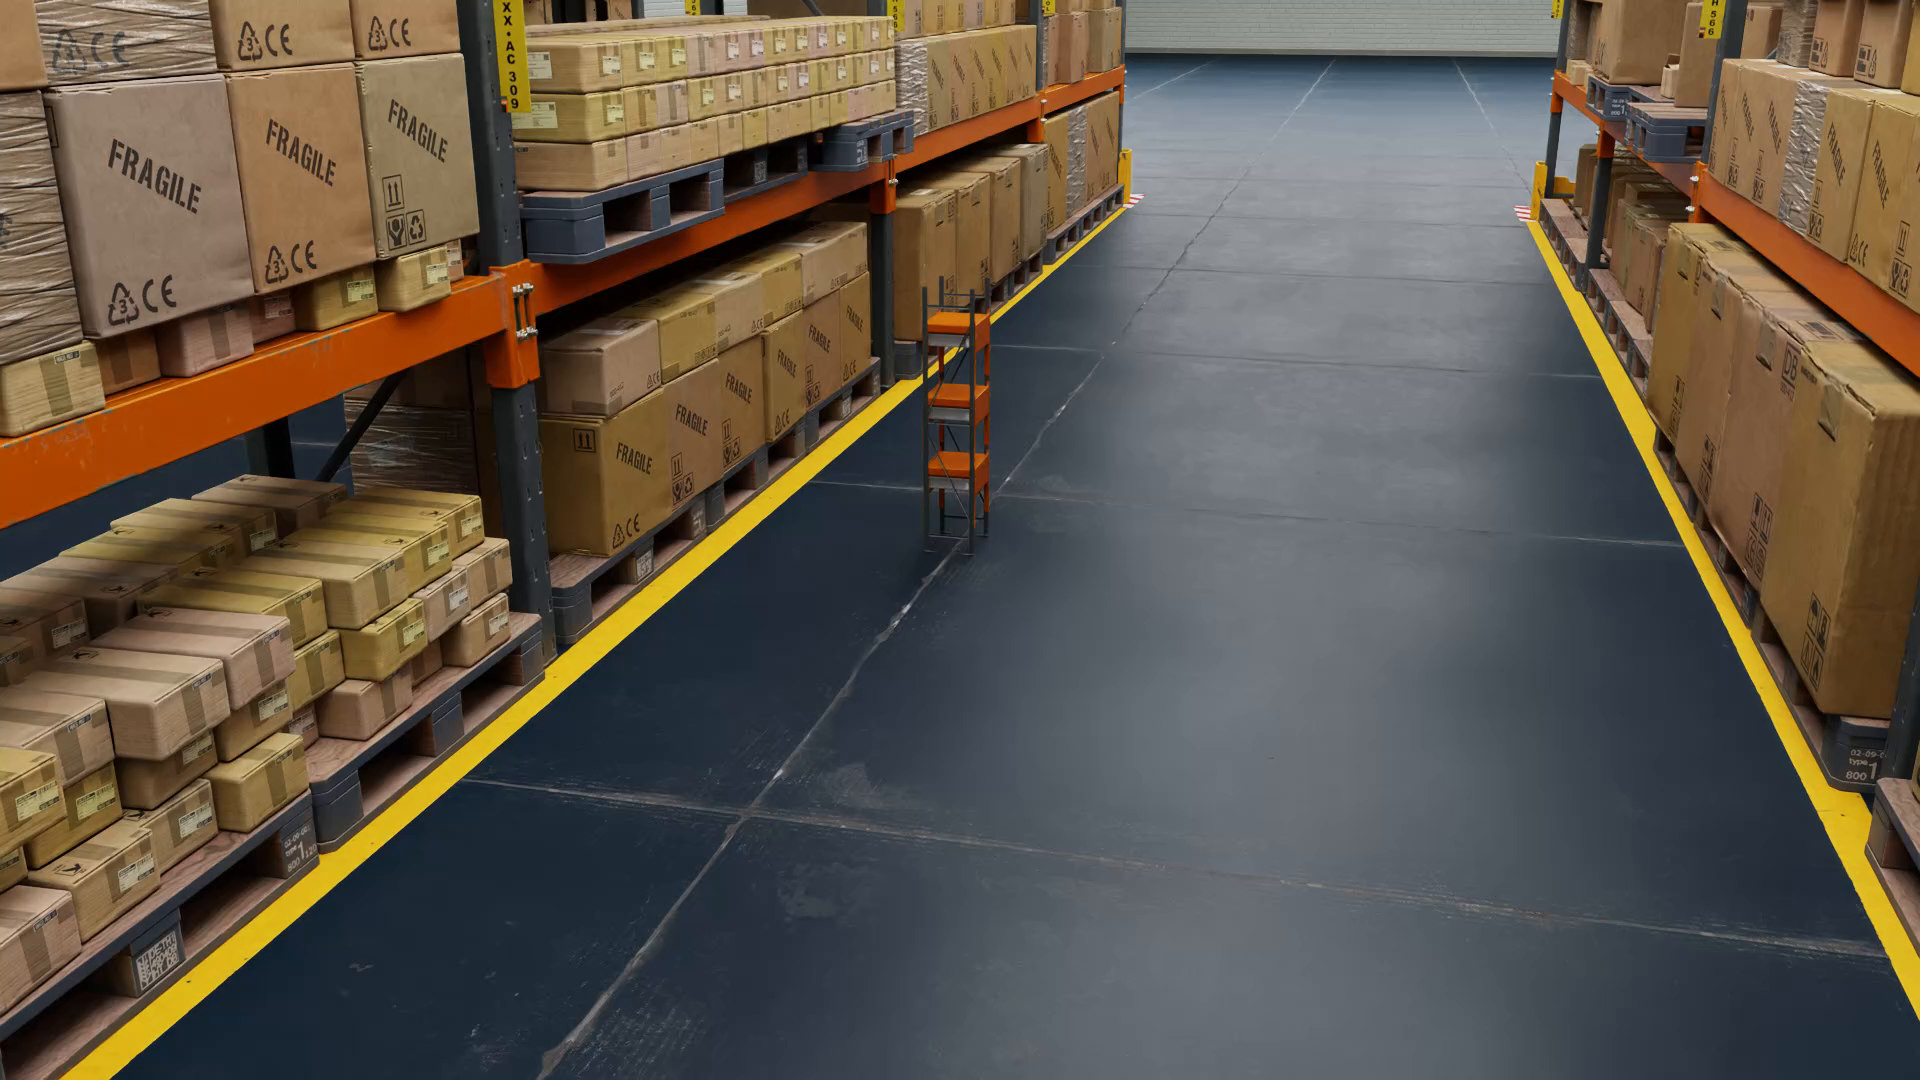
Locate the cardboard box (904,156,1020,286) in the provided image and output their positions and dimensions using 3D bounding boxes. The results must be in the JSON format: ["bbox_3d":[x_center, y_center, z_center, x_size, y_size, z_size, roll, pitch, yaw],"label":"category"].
[{"bbox_3d":[-0.185,-2.182,11.267,1.050,0.750,0.750,5,19,13],"label":"cardboard box"}]

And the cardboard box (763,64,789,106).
[{"bbox_3d":[-0.914,-1.843,6.720,0.380,0.149,0.250,4,19,12],"label":"cardboard box"}]

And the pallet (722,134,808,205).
[{"bbox_3d":[-1.303,-1.584,6.980,1.003,0.211,1.213,5,19,13],"label":"pallet"}]

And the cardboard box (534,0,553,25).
[{"bbox_3d":[-3.989,-4.691,15.165,0.500,0.500,0.500,5,19,14],"label":"cardboard box"}]

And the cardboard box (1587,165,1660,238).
[{"bbox_3d":[5.248,-2.647,13.015,0.500,0.500,0.500,3,19,9],"label":"cardboard box"}]

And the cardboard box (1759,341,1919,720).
[{"bbox_3d":[3.086,-0.016,4.732,1.225,0.875,0.875,5,19,14],"label":"cardboard box"}]

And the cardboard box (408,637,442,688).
[{"bbox_3d":[-1.746,0.331,4.840,0.380,0.149,0.250,5,20,15],"label":"cardboard box"}]

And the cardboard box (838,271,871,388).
[{"bbox_3d":[-0.766,-1.087,8.447,0.500,0.500,0.500,5,19,13],"label":"cardboard box"}]

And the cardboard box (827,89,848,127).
[{"bbox_3d":[-0.723,-1.951,7.497,0.380,0.149,0.250,4,19,13],"label":"cardboard box"}]

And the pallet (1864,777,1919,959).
[{"bbox_3d":[2.687,0.931,3.636,1.003,0.211,1.213,5,19,13],"label":"pallet"}]

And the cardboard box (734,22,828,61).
[{"bbox_3d":[-0.788,-2.150,7.160,0.380,0.149,0.250,5,19,13],"label":"cardboard box"}]

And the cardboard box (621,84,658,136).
[{"bbox_3d":[-1.233,-1.434,5.523,0.380,0.149,0.250,4,19,12],"label":"cardboard box"}]

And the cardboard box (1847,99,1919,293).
[{"bbox_3d":[2.926,-0.991,4.794,0.500,0.500,0.500,5,20,15],"label":"cardboard box"}]

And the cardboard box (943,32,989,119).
[{"bbox_3d":[-0.119,-2.938,10.495,0.500,0.500,0.500,4,19,13],"label":"cardboard box"}]

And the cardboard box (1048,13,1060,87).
[{"bbox_3d":[0.309,-3.914,13.273,0.875,0.550,0.550,5,19,13],"label":"cardboard box"}]

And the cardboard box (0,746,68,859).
[{"bbox_3d":[-2.054,0.527,3.345,0.380,0.149,0.250,5,19,14],"label":"cardboard box"}]

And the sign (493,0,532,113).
[{"bbox_3d":[-1.308,-1.414,4.846,0.100,0.325,0.005,5,19,13],"label":"sign"}]

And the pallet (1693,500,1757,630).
[{"bbox_3d":[3.360,0.067,6.164,1.003,0.211,1.213,5,19,13],"label":"pallet"}]

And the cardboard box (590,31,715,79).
[{"bbox_3d":[-1.103,-1.739,5.957,0.380,0.149,0.250,4,19,13],"label":"cardboard box"}]

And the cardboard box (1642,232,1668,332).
[{"bbox_3d":[4.325,-1.465,9.522,0.700,0.500,0.500,6,20,18],"label":"cardboard box"}]

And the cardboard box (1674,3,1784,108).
[{"bbox_3d":[4.059,-2.476,8.492,0.700,0.500,0.500,8,20,21],"label":"cardboard box"}]

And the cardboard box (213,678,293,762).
[{"bbox_3d":[-1.907,0.413,4.140,0.380,0.149,0.250,5,20,15],"label":"cardboard box"}]

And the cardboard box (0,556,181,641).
[{"bbox_3d":[-2.302,0.164,4.406,0.380,0.149,0.250,4,19,12],"label":"cardboard box"}]

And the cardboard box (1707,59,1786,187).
[{"bbox_3d":[3.543,-1.791,7.136,0.500,0.500,0.500,5,20,15],"label":"cardboard box"}]

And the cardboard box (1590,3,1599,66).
[{"bbox_3d":[5.416,-3.925,12.923,0.875,0.500,0.500,5,19,13],"label":"cardboard box"}]

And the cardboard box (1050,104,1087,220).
[{"bbox_3d":[0.556,-3.220,14.110,0.875,0.875,0.875,5,19,14],"label":"cardboard box"}]

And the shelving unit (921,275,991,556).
[{"bbox_3d":[-0.013,-0.480,6.469,0.215,1.050,0.252,5,19,13],"label":"shelving unit"}]

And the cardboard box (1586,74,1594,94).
[{"bbox_3d":[4.813,-3.339,12.210,0.380,0.149,0.250,5,19,13],"label":"cardboard box"}]

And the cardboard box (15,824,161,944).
[{"bbox_3d":[-2.010,0.735,3.656,0.380,0.149,0.250,5,19,13],"label":"cardboard box"}]

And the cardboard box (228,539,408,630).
[{"bbox_3d":[-1.749,0.118,4.541,0.380,0.149,0.250,4,19,13],"label":"cardboard box"}]

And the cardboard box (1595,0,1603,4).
[{"bbox_3d":[4.867,-4.109,11.916,0.500,0.500,0.500,5,19,13],"label":"cardboard box"}]

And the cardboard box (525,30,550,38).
[{"bbox_3d":[-1.734,-1.794,6.119,0.380,0.149,0.250,5,19,13],"label":"cardboard box"}]

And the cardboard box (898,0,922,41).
[{"bbox_3d":[-0.617,-3.117,9.471,0.700,0.500,0.500,4,19,13],"label":"cardboard box"}]

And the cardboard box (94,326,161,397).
[{"bbox_3d":[-1.998,-0.407,3.628,0.380,0.149,0.250,4,19,13],"label":"cardboard box"}]

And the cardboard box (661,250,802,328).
[{"bbox_3d":[-1.024,-1.117,7.373,0.500,0.250,0.500,5,20,15],"label":"cardboard box"}]

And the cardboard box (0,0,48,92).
[{"bbox_3d":[-2.060,-1.052,2.964,0.500,0.500,0.500,4,19,12],"label":"cardboard box"}]

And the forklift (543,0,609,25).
[{"bbox_3d":[-2.541,-2.534,9.572,1.130,2.935,3.031,-3,19,-10],"label":"forklift"}]

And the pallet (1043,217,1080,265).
[{"bbox_3d":[0.380,-2.464,13.576,1.003,0.211,1.213,5,19,13],"label":"pallet"}]

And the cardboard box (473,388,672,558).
[{"bbox_3d":[-1.399,-0.271,6.057,0.500,0.500,0.500,5,20,16],"label":"cardboard box"}]

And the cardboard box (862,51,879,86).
[{"bbox_3d":[-0.602,-2.244,7.896,0.380,0.149,0.250,5,20,15],"label":"cardboard box"}]

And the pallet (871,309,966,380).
[{"bbox_3d":[-0.593,-1.220,9.932,1.003,0.211,1.213,5,19,13],"label":"pallet"}]

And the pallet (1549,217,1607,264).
[{"bbox_3d":[5.329,-2.406,13.404,1.003,0.211,1.213,5,19,13],"label":"pallet"}]

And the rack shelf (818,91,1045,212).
[{"bbox_3d":[-0.370,-2.585,10.727,1.077,0.370,4.000,5,19,13],"label":"rack shelf"}]

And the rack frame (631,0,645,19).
[{"bbox_3d":[-3.729,-5.165,17.168,1.000,3.000,0.127,5,19,13],"label":"rack frame"}]

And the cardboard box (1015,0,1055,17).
[{"bbox_3d":[0.242,-4.247,12.578,0.875,0.550,0.550,5,19,13],"label":"cardboard box"}]

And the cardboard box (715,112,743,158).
[{"bbox_3d":[-1.043,-1.535,6.280,0.380,0.149,0.250,4,19,11],"label":"cardboard box"}]

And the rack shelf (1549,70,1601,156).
[{"bbox_3d":[5.392,-3.415,13.158,1.077,0.370,4.000,5,19,13],"label":"rack shelf"}]

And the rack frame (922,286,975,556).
[{"bbox_3d":[-0.043,-0.442,6.357,0.200,1.050,0.008,5,19,13],"label":"rack frame"}]

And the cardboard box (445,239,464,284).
[{"bbox_3d":[-1.679,-0.817,4.829,0.380,0.149,0.250,4,19,13],"label":"cardboard box"}]

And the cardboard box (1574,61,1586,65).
[{"bbox_3d":[5.384,-3.959,14.026,0.380,0.149,0.250,5,19,13],"label":"cardboard box"}]

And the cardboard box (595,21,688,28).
[{"bbox_3d":[-1.417,-2.201,7.309,0.380,0.149,0.250,6,20,16],"label":"cardboard box"}]

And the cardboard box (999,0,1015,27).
[{"bbox_3d":[0.003,-3.916,11.811,0.700,0.500,0.500,4,19,12],"label":"cardboard box"}]
